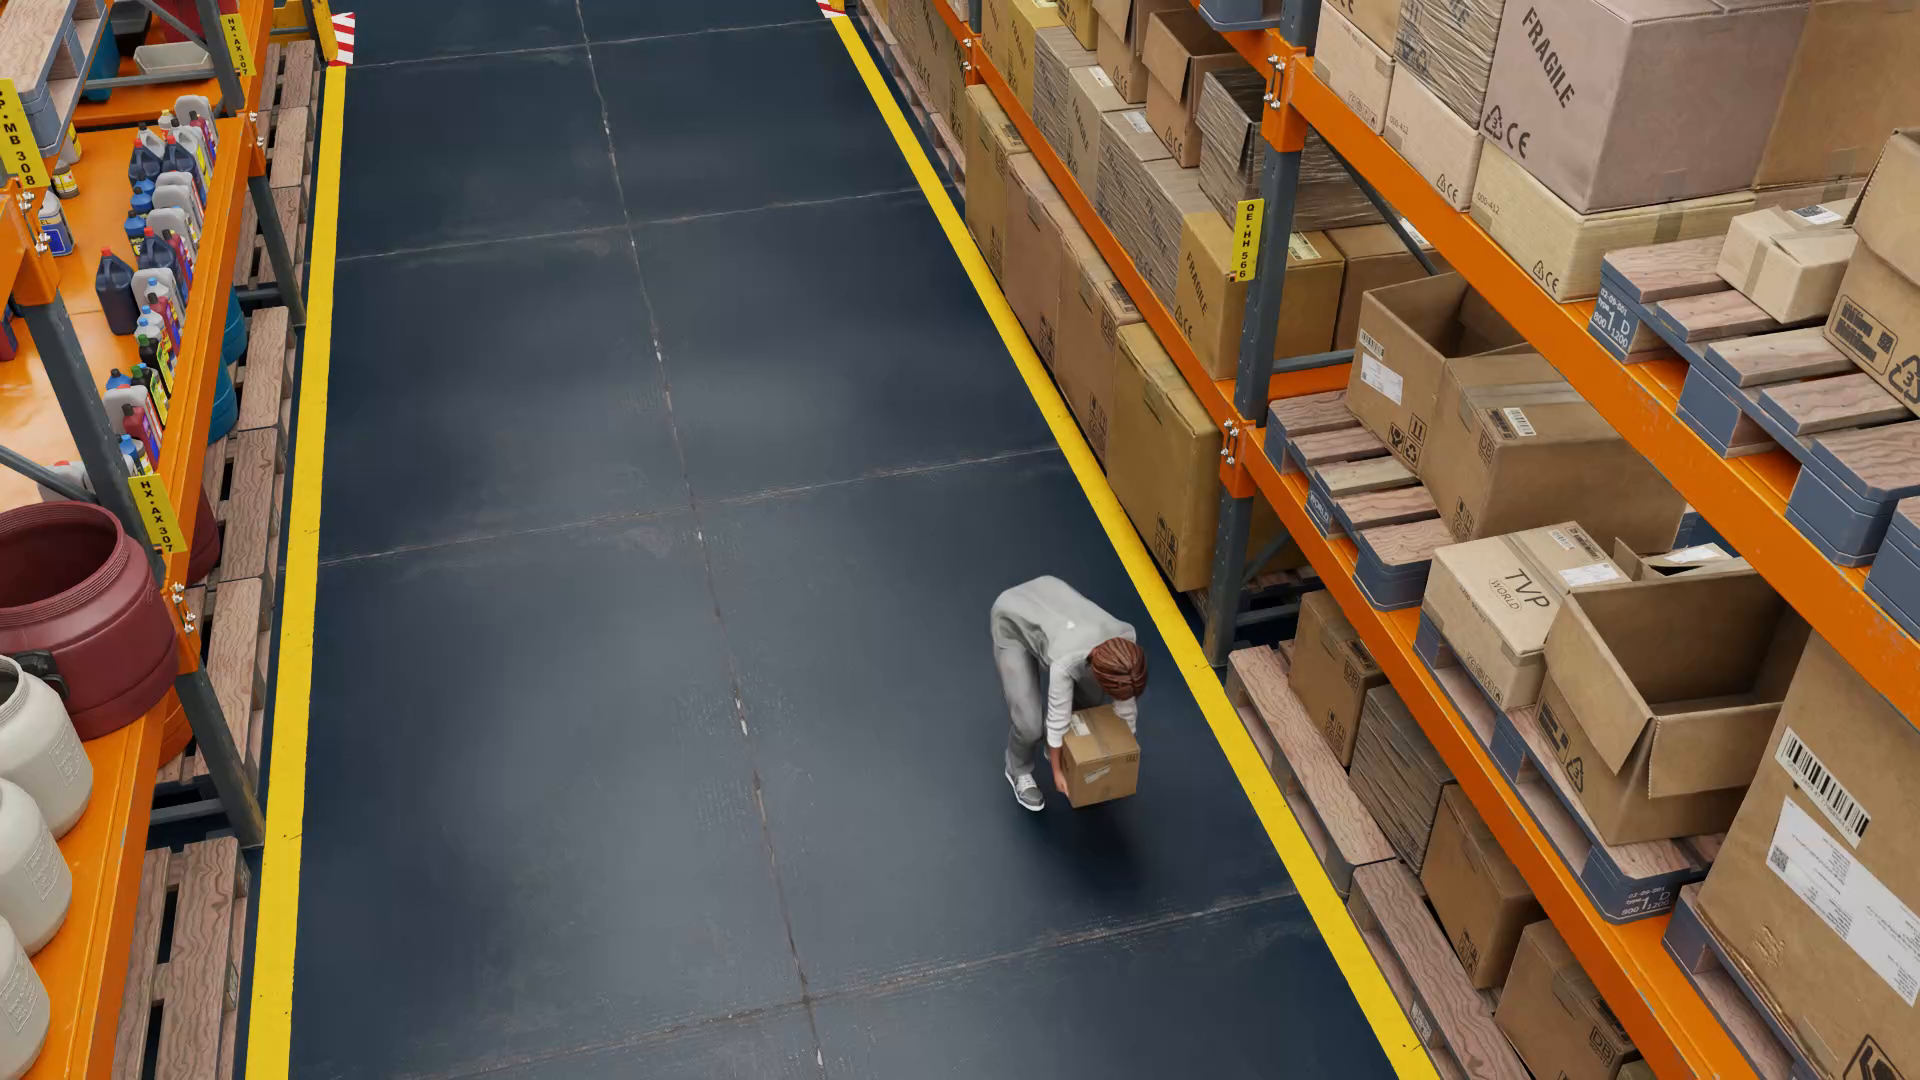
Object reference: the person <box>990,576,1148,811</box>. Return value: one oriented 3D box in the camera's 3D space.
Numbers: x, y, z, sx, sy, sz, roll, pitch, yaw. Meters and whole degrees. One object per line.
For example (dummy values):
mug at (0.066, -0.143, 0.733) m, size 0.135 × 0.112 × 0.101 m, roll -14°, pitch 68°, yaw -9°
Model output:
person at (0.416, 0.641, 6.334) m, size 0.402 × 1.082 × 0.845 m, roll -19°, pitch 42°, yaw -22°
